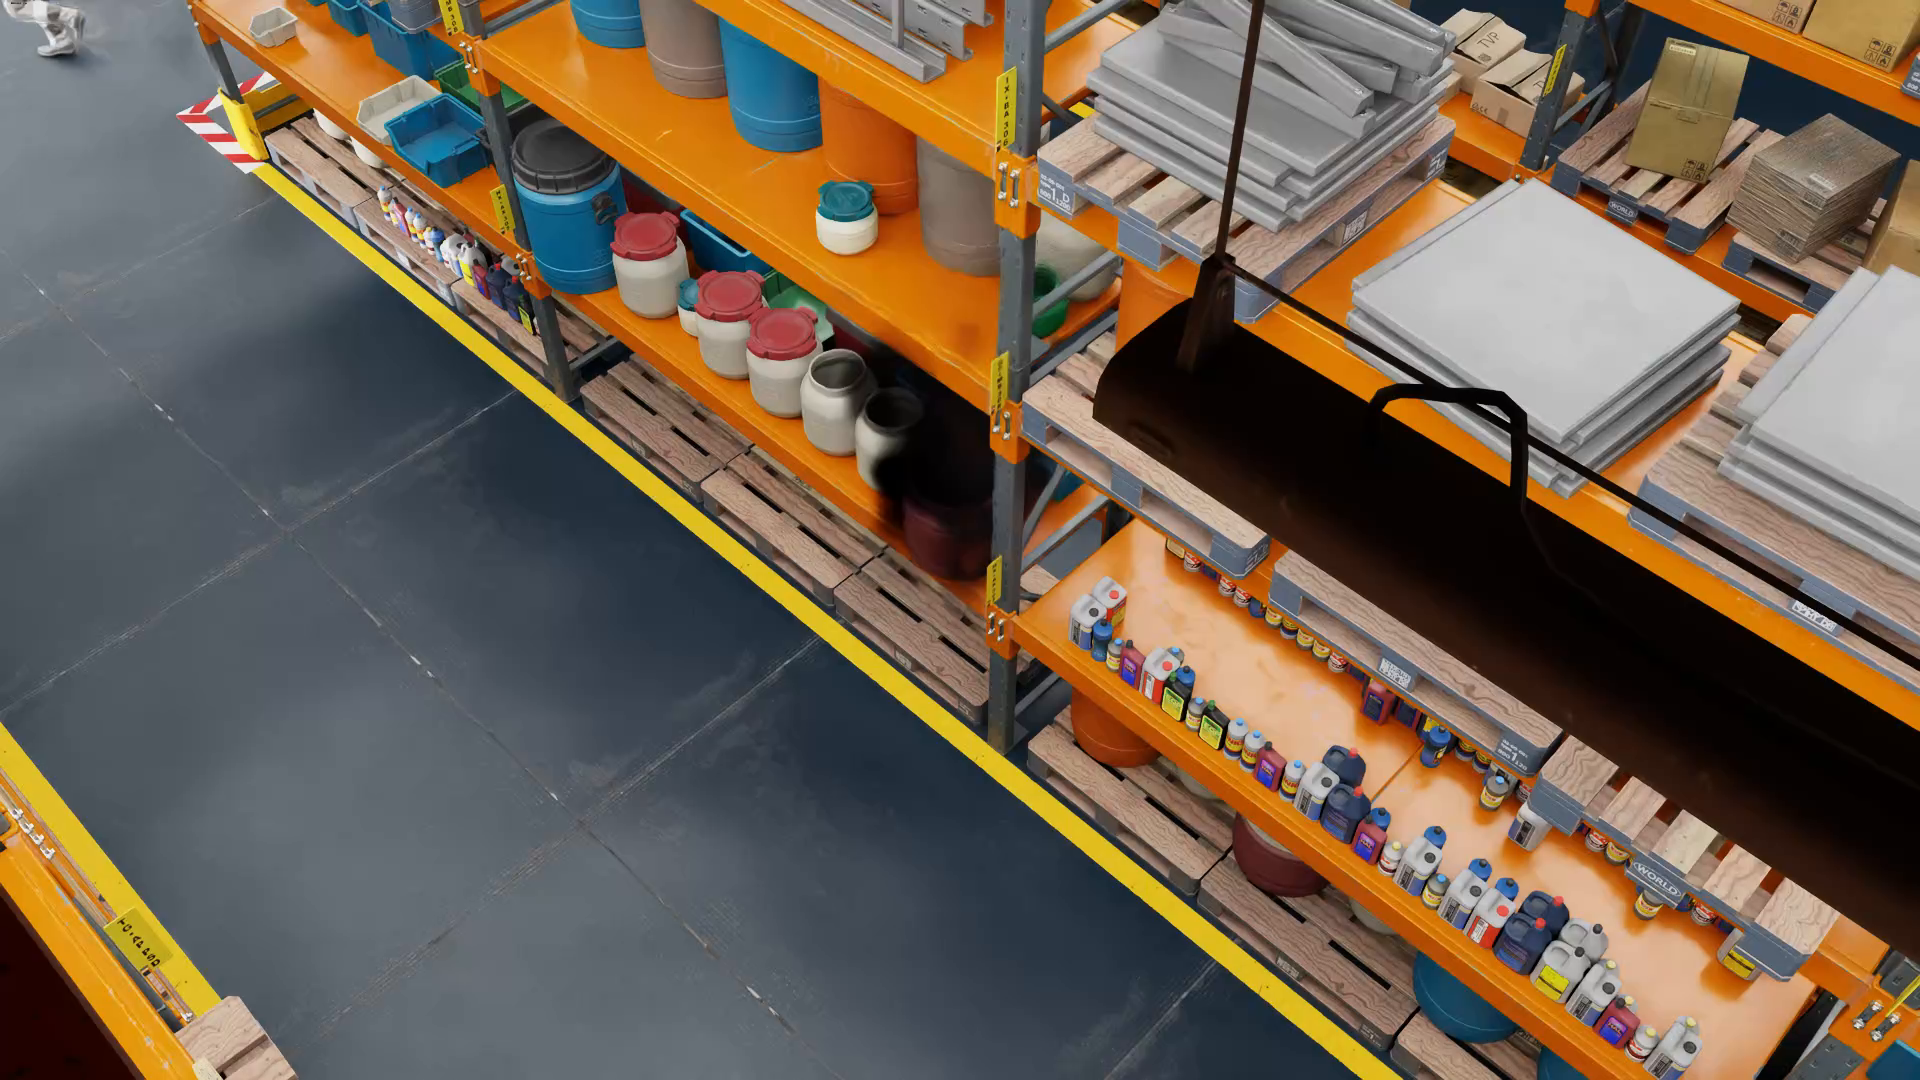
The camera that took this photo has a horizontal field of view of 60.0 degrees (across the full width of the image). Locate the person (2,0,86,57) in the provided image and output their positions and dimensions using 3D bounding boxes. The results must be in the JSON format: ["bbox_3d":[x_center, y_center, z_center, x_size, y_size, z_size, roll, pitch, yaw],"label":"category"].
[{"bbox_3d":[-7.408,-4.604,13.128,0.639,1.729,0.640,-7,50,-6],"label":"person"}]
